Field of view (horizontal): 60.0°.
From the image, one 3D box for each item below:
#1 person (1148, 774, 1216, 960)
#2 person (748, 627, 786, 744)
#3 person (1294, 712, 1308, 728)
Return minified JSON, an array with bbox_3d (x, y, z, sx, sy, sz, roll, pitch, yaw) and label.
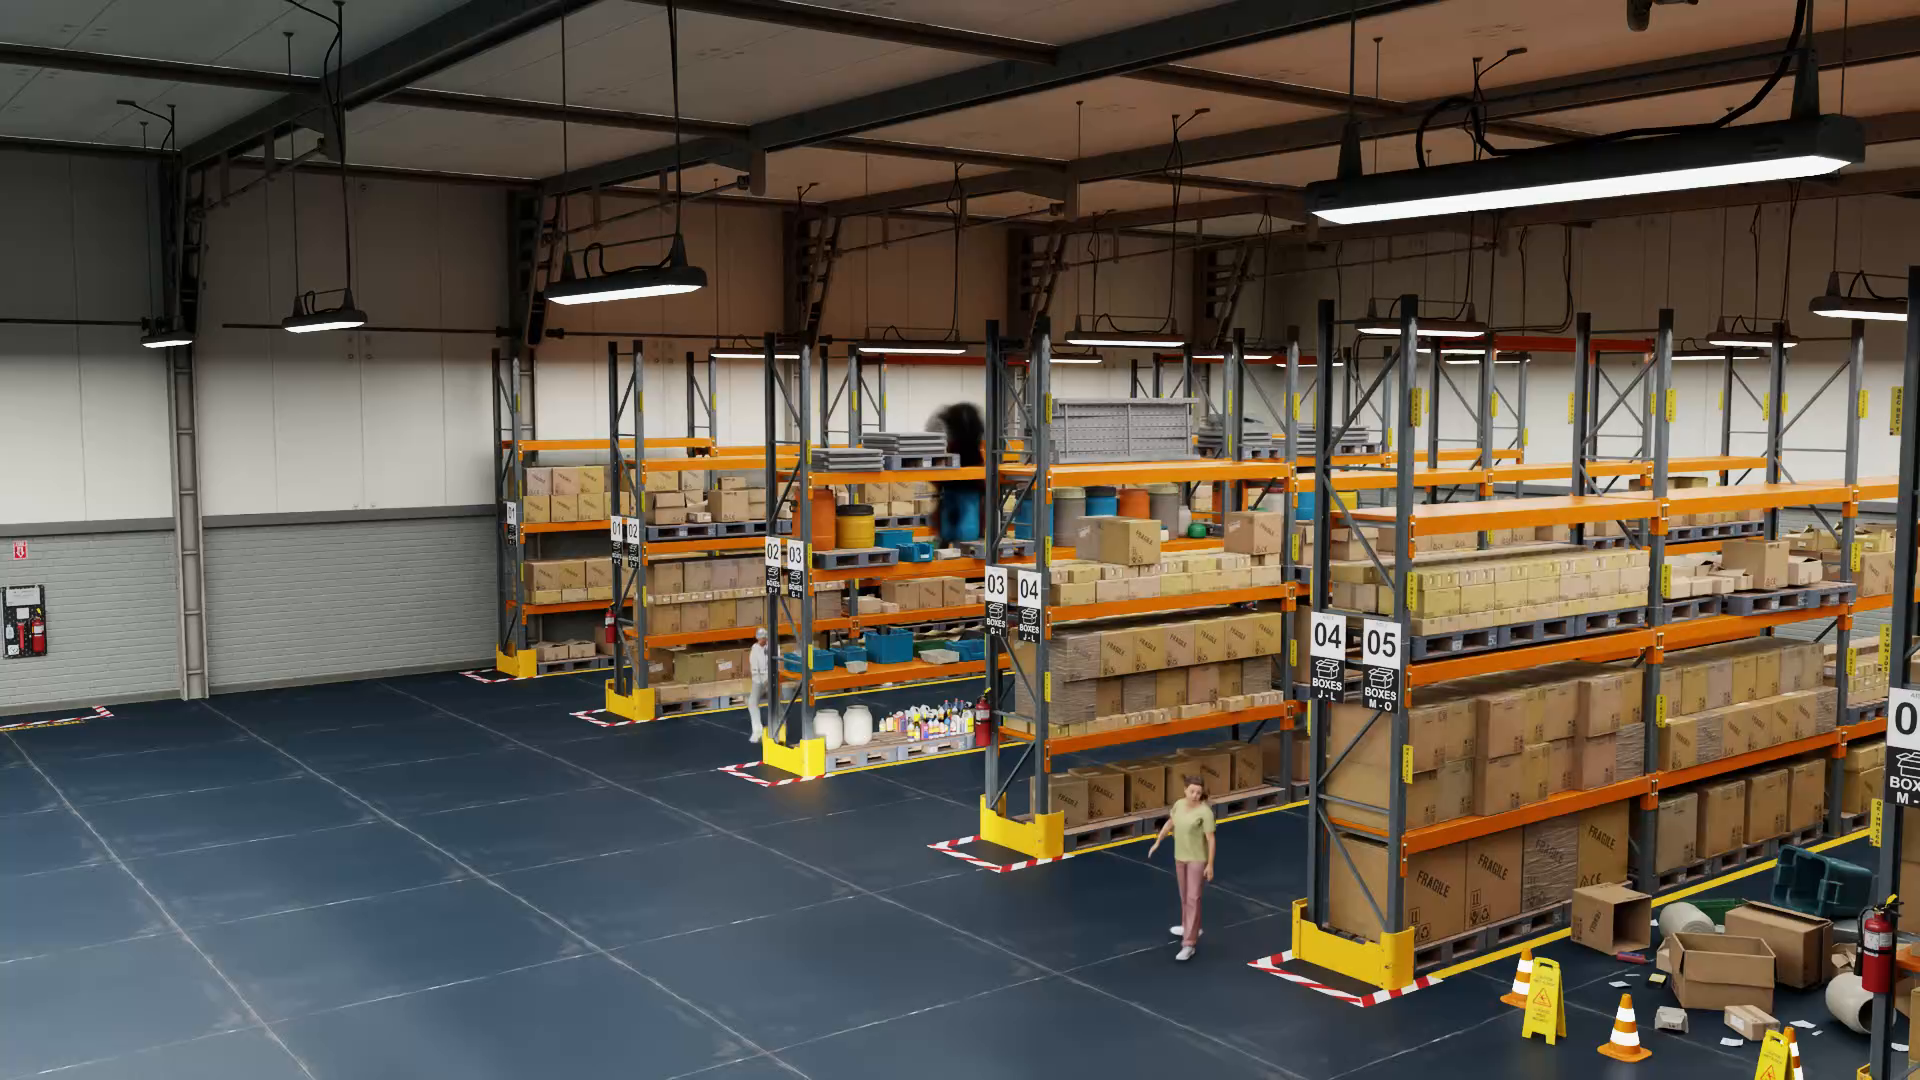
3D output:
[{"bbox_3d":[2.055,2.971,15.477,0.767,1.638,0.662,-5,7,-42],"label":"person"},{"bbox_3d":[-2.896,2.147,24.805,0.557,1.717,0.656,2,5,22],"label":"person"},{"bbox_3d":[5.093,2.093,25.085,0.699,1.785,0.659,-4,6,-37],"label":"person"}]
